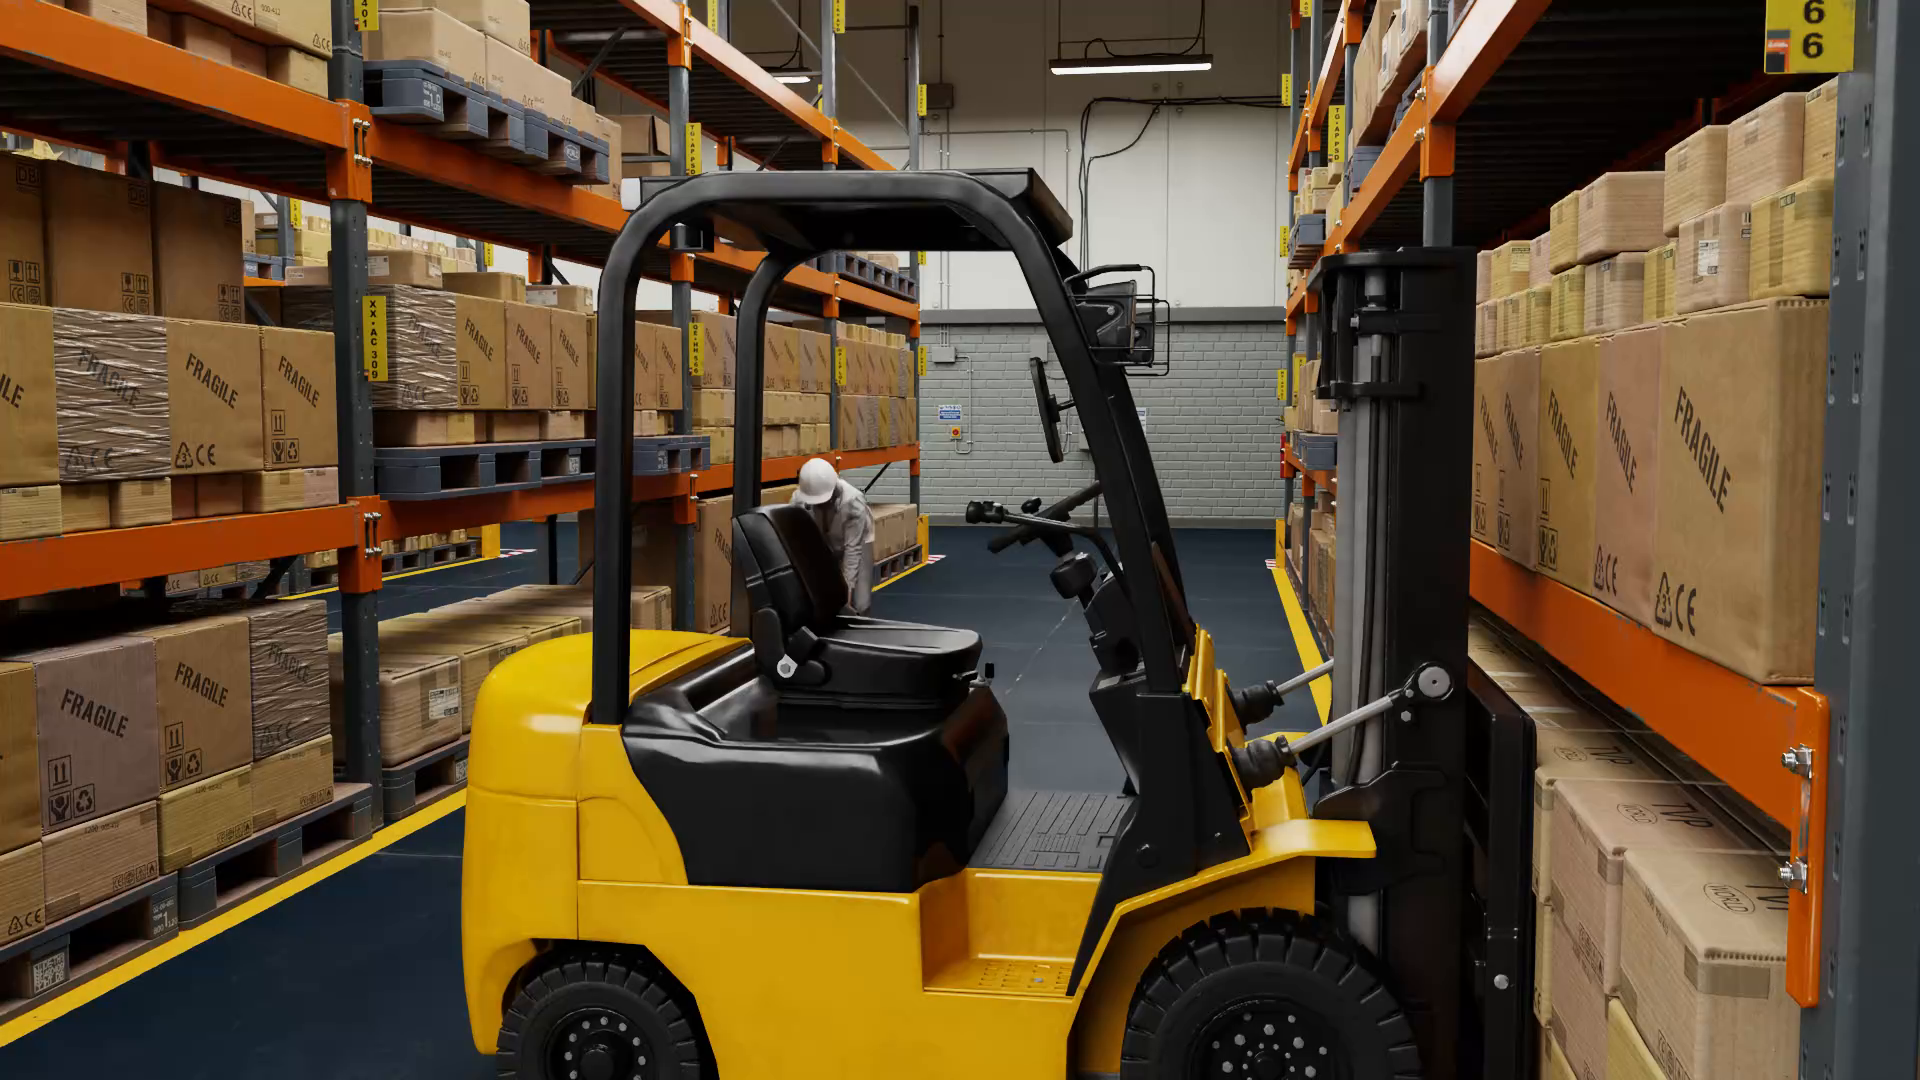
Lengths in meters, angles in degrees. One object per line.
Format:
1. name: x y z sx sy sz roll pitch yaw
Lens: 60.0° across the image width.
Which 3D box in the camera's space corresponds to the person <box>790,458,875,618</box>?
1. person: -0.772 0.198 9.911 0.475 1.390 0.920 1 4 9
